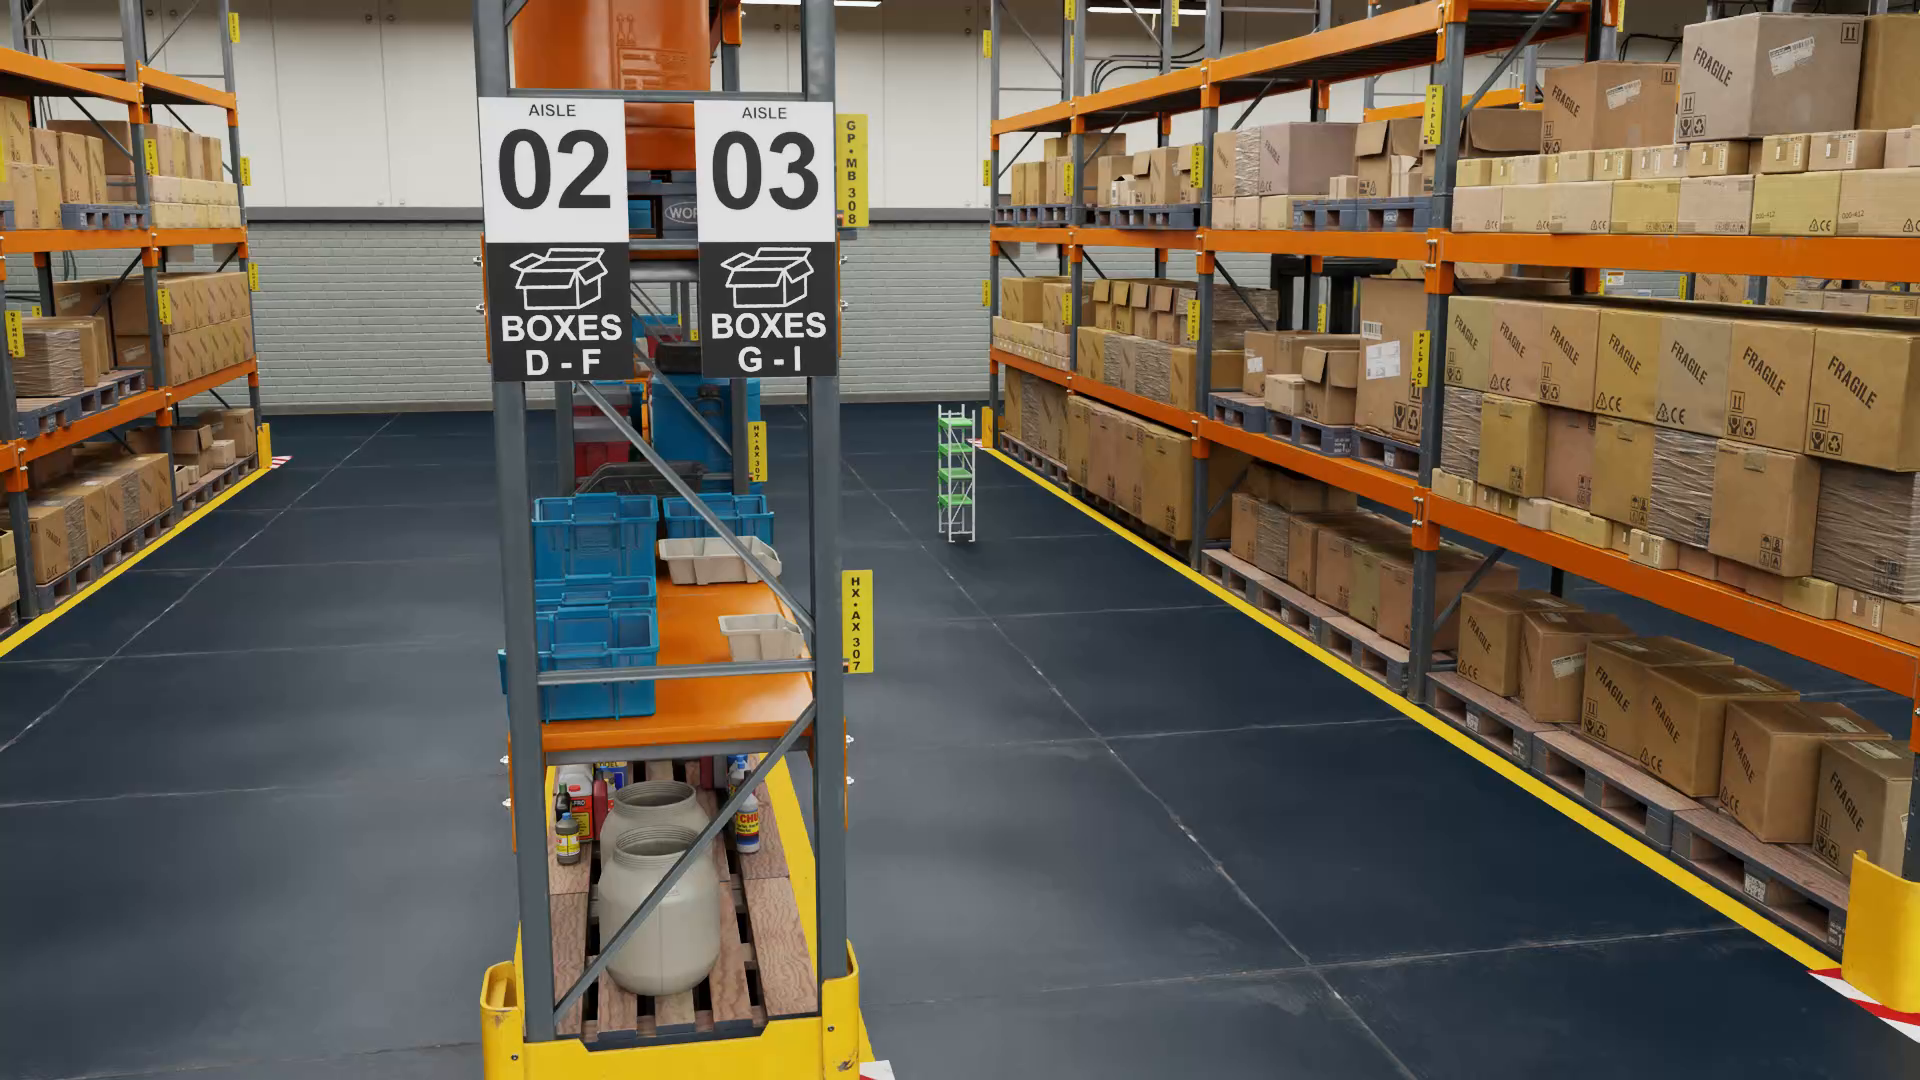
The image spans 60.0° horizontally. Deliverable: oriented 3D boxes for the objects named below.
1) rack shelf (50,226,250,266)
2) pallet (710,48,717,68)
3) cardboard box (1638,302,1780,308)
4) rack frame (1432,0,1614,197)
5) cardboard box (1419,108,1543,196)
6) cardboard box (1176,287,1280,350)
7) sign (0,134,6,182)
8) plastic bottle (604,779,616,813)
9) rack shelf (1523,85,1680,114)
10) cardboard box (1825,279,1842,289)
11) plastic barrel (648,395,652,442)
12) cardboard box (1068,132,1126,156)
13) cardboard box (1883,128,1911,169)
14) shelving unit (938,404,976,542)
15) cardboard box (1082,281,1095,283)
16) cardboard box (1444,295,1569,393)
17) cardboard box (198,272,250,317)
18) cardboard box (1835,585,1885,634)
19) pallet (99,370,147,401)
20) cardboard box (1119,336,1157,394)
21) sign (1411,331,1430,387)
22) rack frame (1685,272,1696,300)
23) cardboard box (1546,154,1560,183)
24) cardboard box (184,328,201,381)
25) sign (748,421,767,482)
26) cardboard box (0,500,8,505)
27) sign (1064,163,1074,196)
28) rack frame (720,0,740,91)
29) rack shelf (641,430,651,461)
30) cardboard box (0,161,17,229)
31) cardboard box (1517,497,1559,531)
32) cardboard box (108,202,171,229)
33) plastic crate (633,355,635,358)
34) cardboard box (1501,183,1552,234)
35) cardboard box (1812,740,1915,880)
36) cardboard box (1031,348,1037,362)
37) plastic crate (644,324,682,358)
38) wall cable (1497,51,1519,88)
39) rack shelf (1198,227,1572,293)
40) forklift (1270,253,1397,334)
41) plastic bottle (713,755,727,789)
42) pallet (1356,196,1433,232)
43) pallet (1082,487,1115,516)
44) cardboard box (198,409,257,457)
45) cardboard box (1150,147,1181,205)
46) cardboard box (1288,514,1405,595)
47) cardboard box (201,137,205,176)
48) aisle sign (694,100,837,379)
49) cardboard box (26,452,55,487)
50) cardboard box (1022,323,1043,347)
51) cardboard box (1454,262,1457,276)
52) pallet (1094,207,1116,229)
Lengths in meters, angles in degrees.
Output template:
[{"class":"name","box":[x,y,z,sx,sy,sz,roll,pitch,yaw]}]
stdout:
[{"class":"rack shelf","box":[-8.443,-3.099,17.413,1.077,0.370,4.000,-2,11,-11]},{"class":"pallet","box":[-2.527,-3.849,12.982,1.213,0.211,1.003,-2,11,-11]},{"class":"cardboard box","box":[3.772,-0.935,8.404,0.500,0.500,0.500,-2,11,-11]},{"class":"rack frame","box":[3.220,-3.452,9.318,1.000,3.000,0.127,-2,11,-11]},{"class":"cardboard box","box":[3.225,-2.325,10.021,0.797,0.503,0.637,-3,11,-14]},{"class":"cardboard box","box":[2.315,-1.915,14.338,0.797,0.503,0.637,-2,11,-9]},{"class":"sign","box":[-6.730,-2.664,11.606,0.100,0.325,0.005,-2,11,-11]},{"class":"plastic bottle","box":[-1.578,1.166,7.408,0.097,0.201,0.097,0,11,0]},{"class":"rack shelf","box":[6.938,-4.164,16.054,1.077,0.370,4.000,-2,11,-11]},{"class":"cardboard box","box":[10.931,-3.042,20.271,0.500,0.500,0.500,-2,11,-12]},{"class":"plastic barrel","box":[-1.925,-0.855,11.420,0.421,0.512,0.421,0,11,0]},{"class":"cardboard box","box":[1.487,-4.291,18.087,0.500,0.250,0.500,-3,11,-15]},{"class":"cardboard box","box":[3.702,-1.458,6.202,0.380,0.149,0.250,-2,11,-13]},{"class":"shelving unit","box":[-0.032,-0.620,15.297,0.258,1.200,0.503,-2,11,-11]},{"class":"cardboard box","box":[1.627,-2.696,18.991,0.500,0.500,0.500,-2,11,-13]},{"class":"cardboard box","box":[3.058,-1.099,9.266,0.500,0.500,0.500,-2,11,-11]},{"class":"cardboard box","box":[-8.476,-2.815,19.074,0.500,0.500,0.500,-2,11,-12]},{"class":"cardboard box","box":[3.692,0.262,6.524,0.380,0.149,0.250,-2,11,-11]},{"class":"pallet","box":[-8.006,-1.367,14.926,1.003,0.211,1.213,-2,11,-11]},{"class":"cardboard box","box":[1.809,-1.649,15.624,0.500,0.500,0.500,-2,11,-10]},{"class":"sign","box":[2.676,-1.053,9.661,0.100,0.325,0.005,-2,11,-11]},{"class":"rack frame","box":[10.606,-3.066,23.335,1.000,3.000,0.127,-2,11,-11]},{"class":"cardboard box","box":[3.221,-1.889,8.465,0.380,0.149,0.250,-2,11,-9]},{"class":"cardboard box","box":[-7.989,-1.859,16.725,0.500,0.500,0.500,-2,11,-10]},{"class":"sign","box":[-1.097,-0.478,9.001,0.100,0.325,0.005,-2,11,-11]},{"class":"cardboard box","box":[-7.688,-0.030,12.893,0.500,0.500,0.500,-2,11,-9]},{"class":"sign","box":[1.120,-3.718,17.144,0.100,0.325,0.005,-2,11,-11]},{"class":"rack frame","box":[-1.639,-3.272,8.372,1.000,3.000,0.127,-2,11,-11]},{"class":"rack shelf","box":[-2.028,-0.338,10.927,1.077,0.370,4.000,-2,11,-11]},{"class":"cardboard box","box":[-7.394,-2.480,11.968,0.910,0.500,0.500,-2,11,-11]},{"class":"cardboard box","box":[3.144,-0.147,8.671,0.380,0.149,0.250,-2,11,-11]},{"class":"cardboard box","box":[-7.906,-3.110,15.948,0.500,0.250,0.500,-2,11,-11]},{"class":"plastic crate","box":[-3.676,-1.882,17.689,0.437,0.125,0.590,-2,11,-11]},{"class":"cardboard box","box":[3.164,-1.716,8.621,0.500,0.250,0.500,-2,11,-12]},{"class":"cardboard box","box":[3.893,1.136,6.824,0.500,0.500,0.500,0,11,0]},{"class":"cardboard box","box":[1.033,-2.128,19.081,0.380,0.149,0.250,-2,11,-12]},{"class":"plastic crate","box":[-3.122,-2.026,17.538,0.402,0.464,0.583,-2,11,-11]},{"class":"wall cable","box":[9.224,-7.046,28.202,0.463,3.000,0.029,-2,11,-11]},{"class":"rack shelf","box":[2.831,-1.992,11.593,1.077,0.370,4.000,-2,11,-11]},{"class":"forklift","box":[3.999,-2.023,18.041,1.130,2.935,3.031,-2,11,-11]},{"class":"plastic bottle","box":[-1.103,1.029,7.927,0.152,0.276,0.135,-2,11,-10]},{"class":"pallet","box":[3.204,-2.003,10.231,1.213,0.211,1.003,-2,11,-11]},{"class":"pallet","box":[1.888,-0.463,17.119,1.003,0.211,1.213,-2,11,-11]},{"class":"cardboard box","box":[-8.485,-1.243,19.269,0.500,0.500,0.500,-2,11,-11]},{"class":"cardboard box","box":[1.998,-3.232,14.793,0.500,0.500,0.500,-2,11,-8]},{"class":"cardboard box","box":[2.829,0.101,12.207,0.700,0.500,0.500,-1,11,-6]},{"class":"cardboard box","box":[-8.702,-4.171,18.180,0.700,0.500,0.500,-2,11,-11]},{"class":"aisle sign","box":[-0.559,-0.865,4.822,0.394,0.787,0.004,-2,11,-11]},{"class":"cardboard box","box":[-7.907,-0.596,13.861,0.500,0.250,0.500,-2,11,-12]},{"class":"cardboard box","box":[1.023,-2.397,19.428,0.500,0.250,0.500,-2,11,-12]},{"class":"cardboard box","box":[6.000,-3.086,19.702,0.500,0.500,0.500,-2,11,-10]},{"class":"pallet","box":[1.890,-3.185,16.451,0.805,0.209,1.217,-3,11,-13]}]
